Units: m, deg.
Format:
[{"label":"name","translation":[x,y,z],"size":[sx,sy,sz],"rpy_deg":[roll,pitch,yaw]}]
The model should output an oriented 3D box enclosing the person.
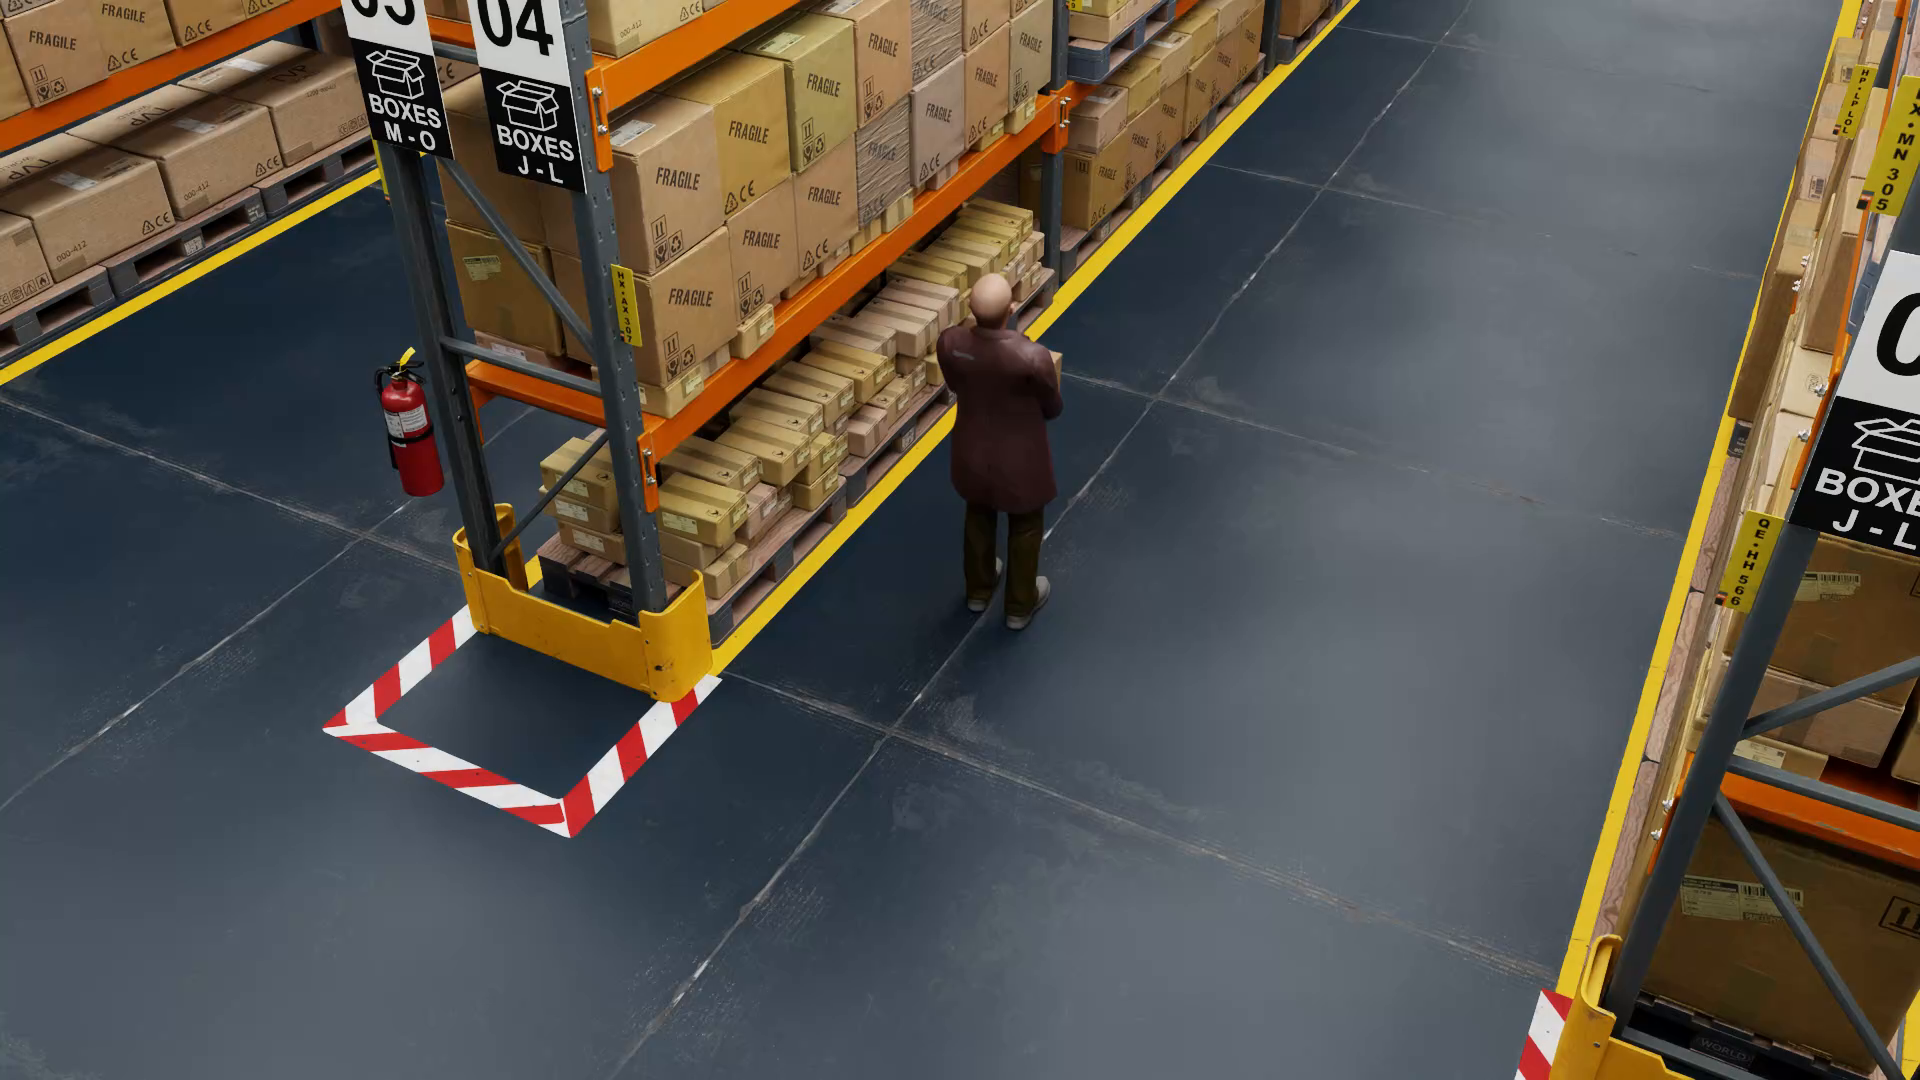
[{"label":"person","translation":[0.208,-0.447,7.348],"size":[0.530,1.771,0.553],"rpy_deg":[14,40,17]}]
